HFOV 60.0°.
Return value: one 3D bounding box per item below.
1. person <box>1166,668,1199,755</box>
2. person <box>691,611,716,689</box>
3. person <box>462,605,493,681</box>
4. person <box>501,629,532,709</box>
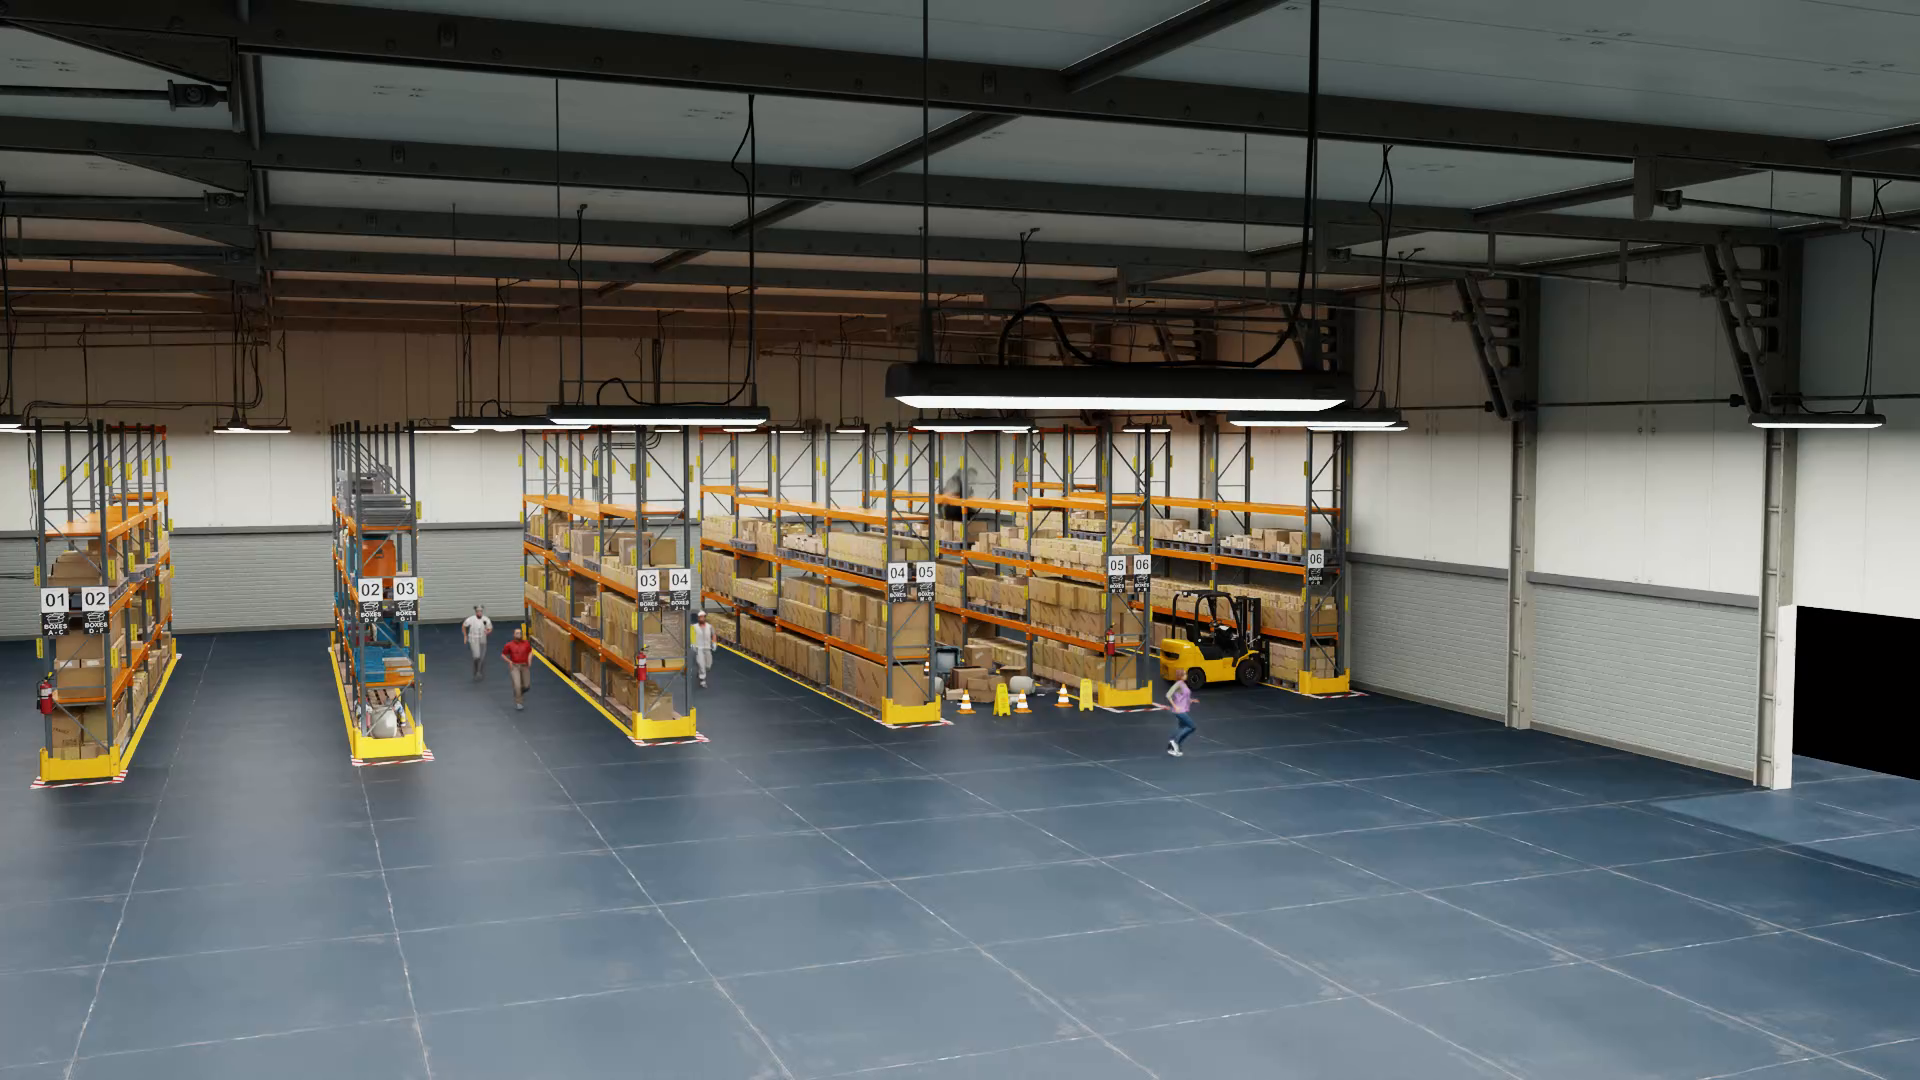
[{"bbox_3d":[3.985,3.074,29.659,0.579,1.562,0.504,1,4,19],"label":"person"},{"bbox_3d":[-5.884,2.484,37.826,0.697,1.747,0.725,-2,4,-28],"label":"person"},{"bbox_3d":[-11.274,2.417,38.963,0.629,1.816,0.827,-2,4,-32],"label":"person"},{"bbox_3d":[-9.287,2.699,34.948,0.661,1.670,0.629,-2,4,-30],"label":"person"}]
